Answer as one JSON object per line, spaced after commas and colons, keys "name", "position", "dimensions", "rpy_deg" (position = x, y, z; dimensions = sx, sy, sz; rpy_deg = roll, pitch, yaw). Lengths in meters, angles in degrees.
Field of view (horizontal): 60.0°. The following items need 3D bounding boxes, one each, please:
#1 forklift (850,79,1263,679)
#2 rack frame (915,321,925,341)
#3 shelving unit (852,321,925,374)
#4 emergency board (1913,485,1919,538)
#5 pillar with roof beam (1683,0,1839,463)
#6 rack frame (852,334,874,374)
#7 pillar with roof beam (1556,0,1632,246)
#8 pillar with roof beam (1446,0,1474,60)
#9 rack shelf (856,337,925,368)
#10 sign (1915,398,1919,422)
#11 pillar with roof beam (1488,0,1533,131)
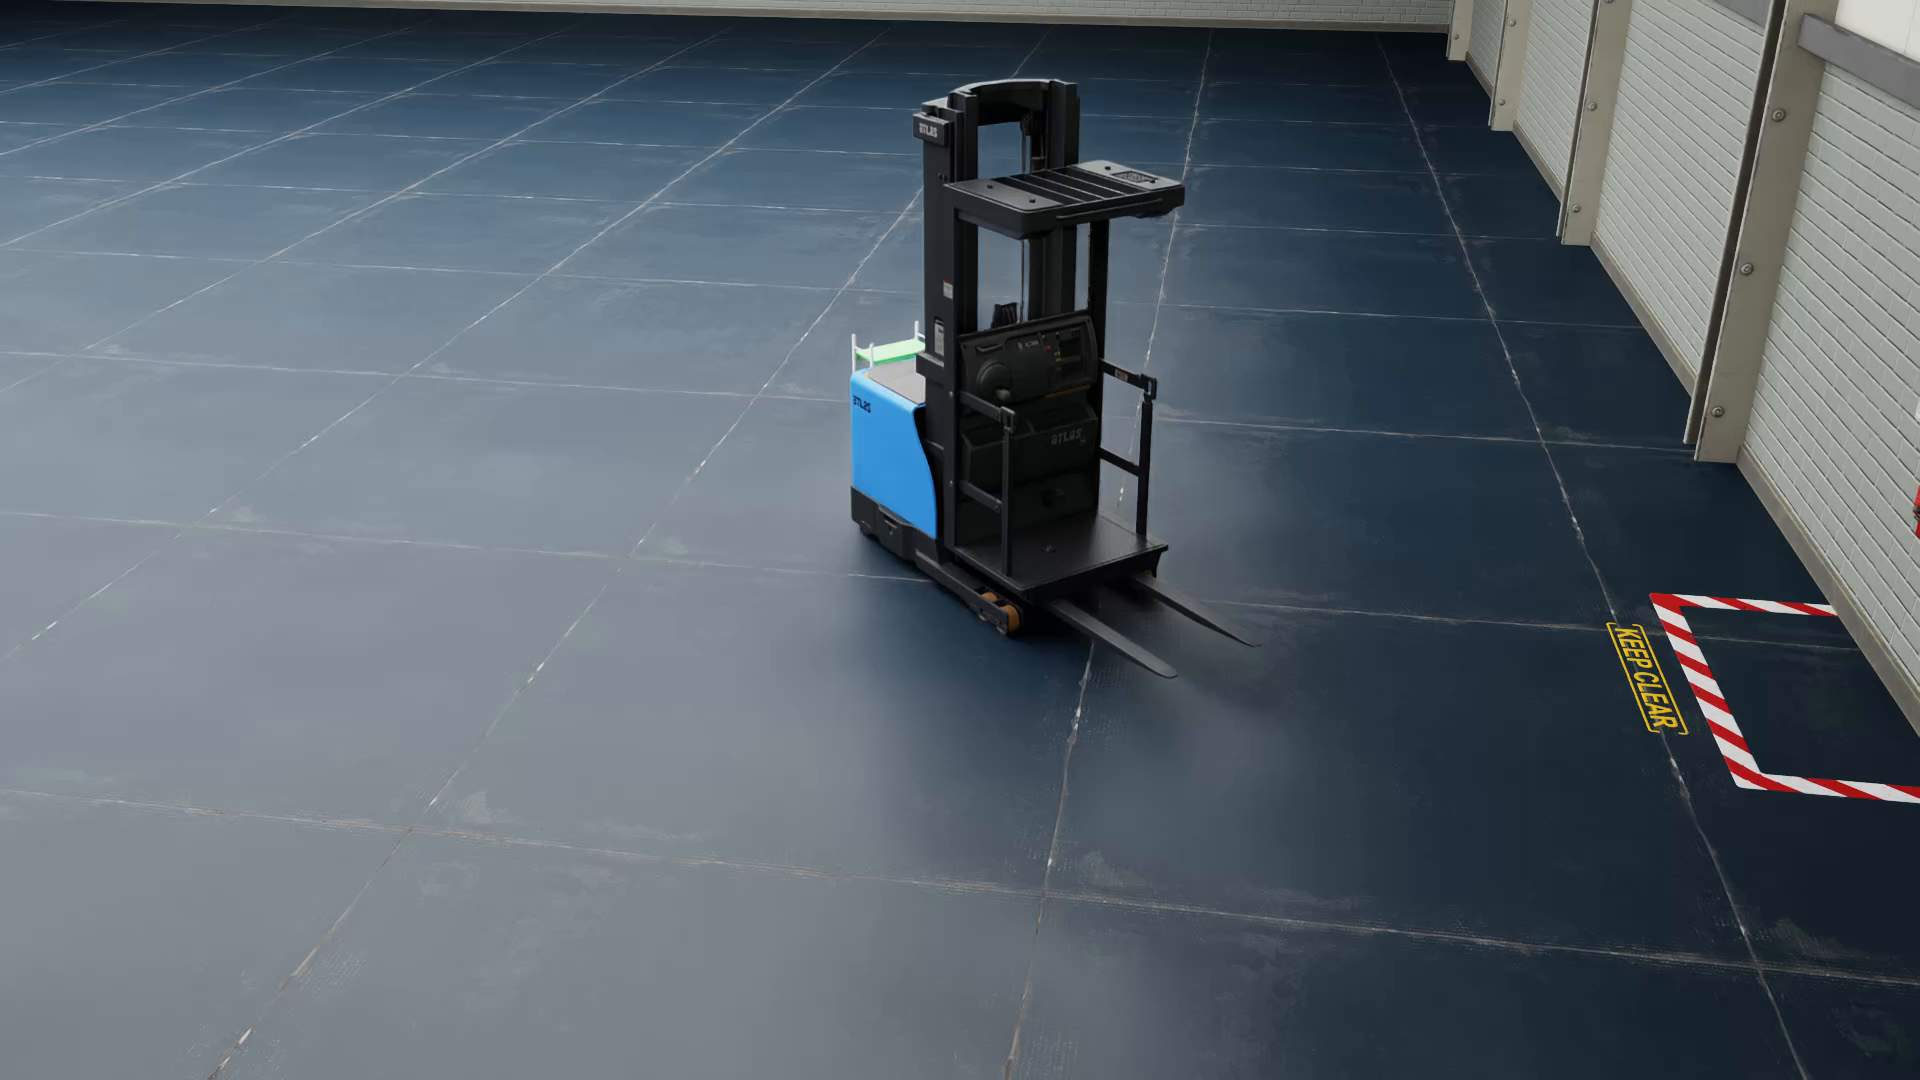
{"name": "forklift", "position": [0.527, -1.015, 9.462], "dimensions": [1.130, 2.935, 3.031], "rpy_deg": [-16, 29, -30]}
{"name": "rack frame", "position": [-0.223, -0.866, 11.184], "dimensions": [0.015, 1.200, 0.240], "rpy_deg": [-16, 30, -31]}
{"name": "shelving unit", "position": [-0.424, -0.807, 11.060], "dimensions": [0.503, 1.200, 0.258], "rpy_deg": [-16, 30, -31]}
{"name": "emergency board", "position": [4.940, -0.522, 8.327], "dimensions": [0.194, 1.169, 0.643], "rpy_deg": [4, 25, 9]}
{"name": "pillar with roof beam", "position": [1.232, -5.016, 10.851], "dimensions": [9.100, 9.000, 0.400], "rpy_deg": [4, 25, 9]}
{"name": "rack frame", "position": [-0.626, -0.749, 10.935], "dimensions": [0.015, 1.200, 0.240], "rpy_deg": [-16, 30, -31]}
{"name": "pillar with roof beam", "position": [2.212, -7.525, 16.212], "dimensions": [9.100, 9.000, 0.400], "rpy_deg": [4, 25, 9]}
{"name": "pillar with roof beam", "position": [4.173, -12.544, 26.934], "dimensions": [9.100, 9.000, 0.400], "rpy_deg": [4, 25, 9]}
{"name": "rack shelf", "position": [-0.424, -1.184, 10.883], "dimensions": [0.480, 0.148, 0.258], "rpy_deg": [-16, 30, -31]}
{"name": "sign", "position": [5.132, -0.762, 8.798], "dimensions": [0.001, 0.329, 0.234], "rpy_deg": [4, 25, 9]}
{"name": "pillar with roof beam", "position": [3.193, -10.035, 21.573], "dimensions": [9.100, 9.000, 0.400], "rpy_deg": [4, 25, 9]}
